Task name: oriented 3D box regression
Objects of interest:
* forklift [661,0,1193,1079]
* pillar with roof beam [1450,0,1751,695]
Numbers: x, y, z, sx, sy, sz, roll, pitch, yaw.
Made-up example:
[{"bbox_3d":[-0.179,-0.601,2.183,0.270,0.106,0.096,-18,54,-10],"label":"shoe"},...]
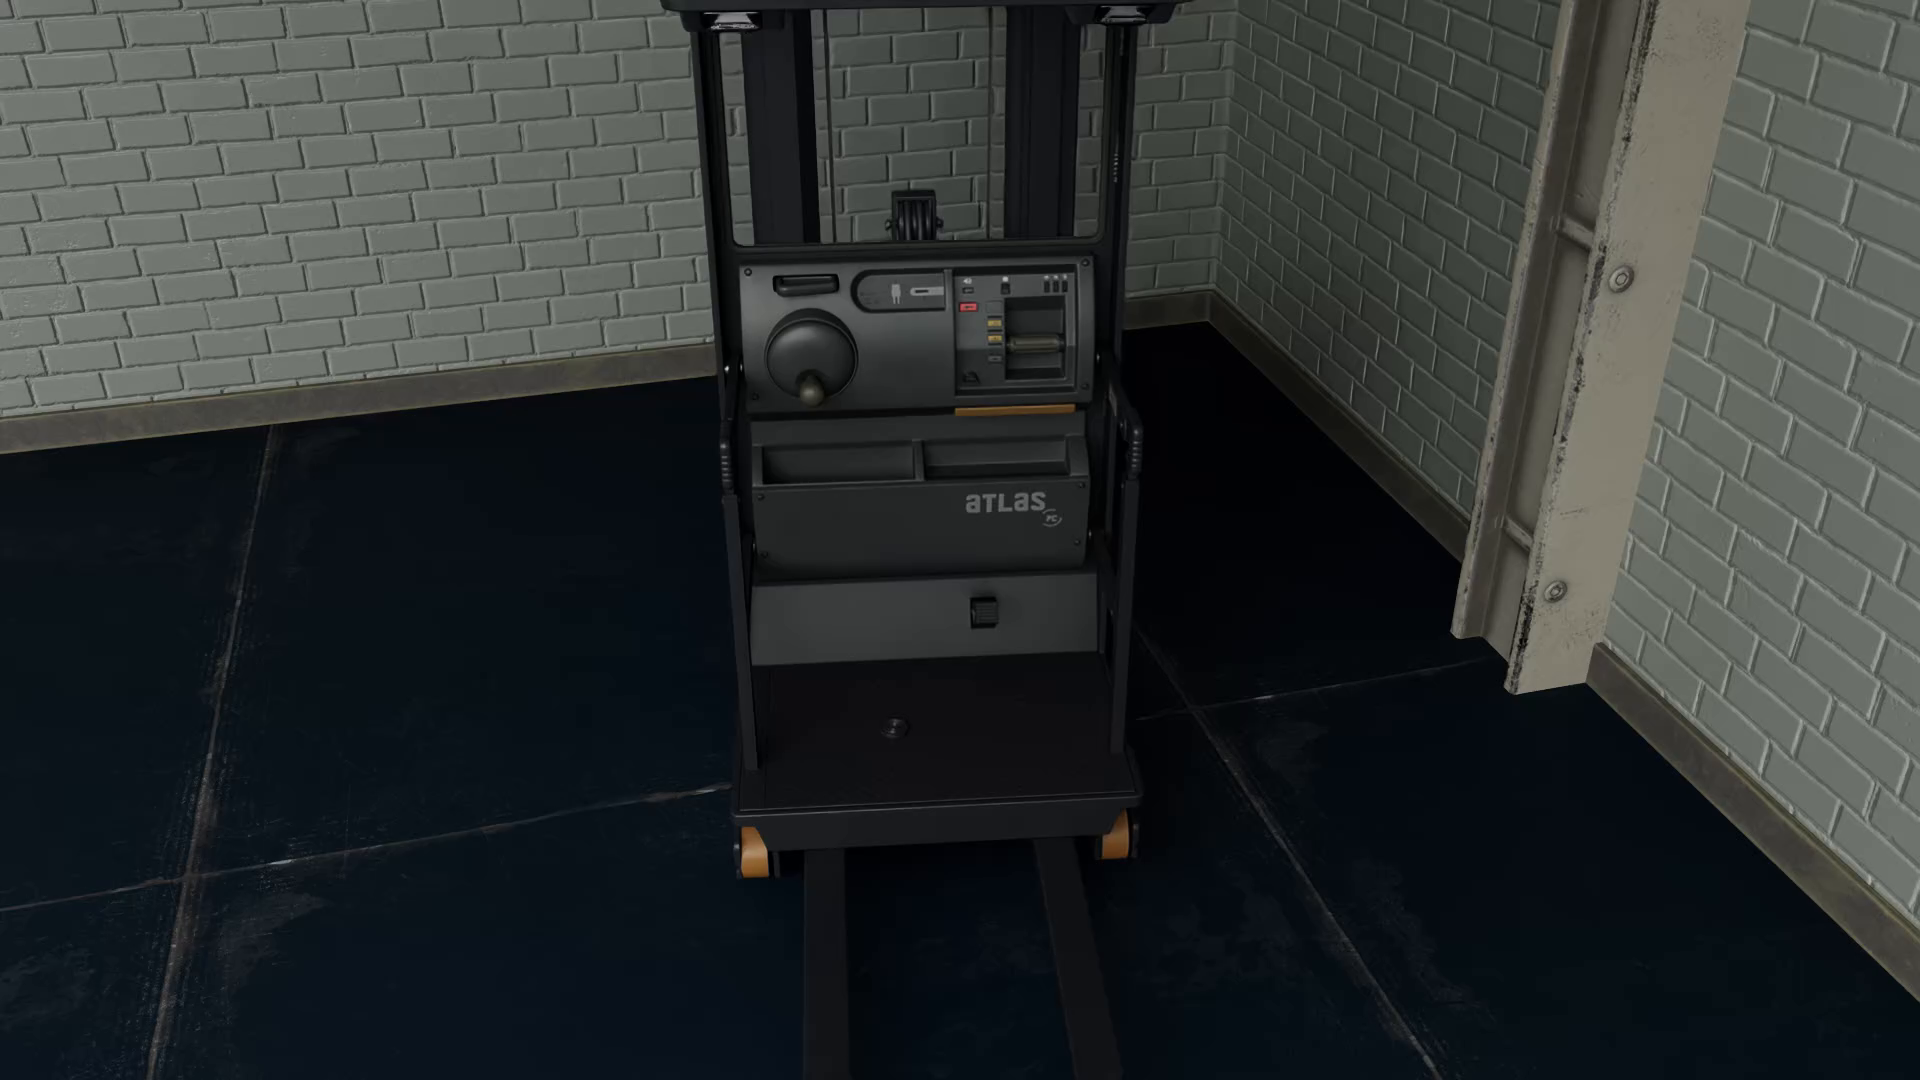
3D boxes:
[{"bbox_3d":[-0.089,-0.503,4.193,1.130,2.935,3.031,-2,30,-4],"label":"forklift"},{"bbox_3d":[-2.268,-2.937,2.341,9.100,9.000,0.400,-8,31,-13],"label":"pillar with roof beam"}]
